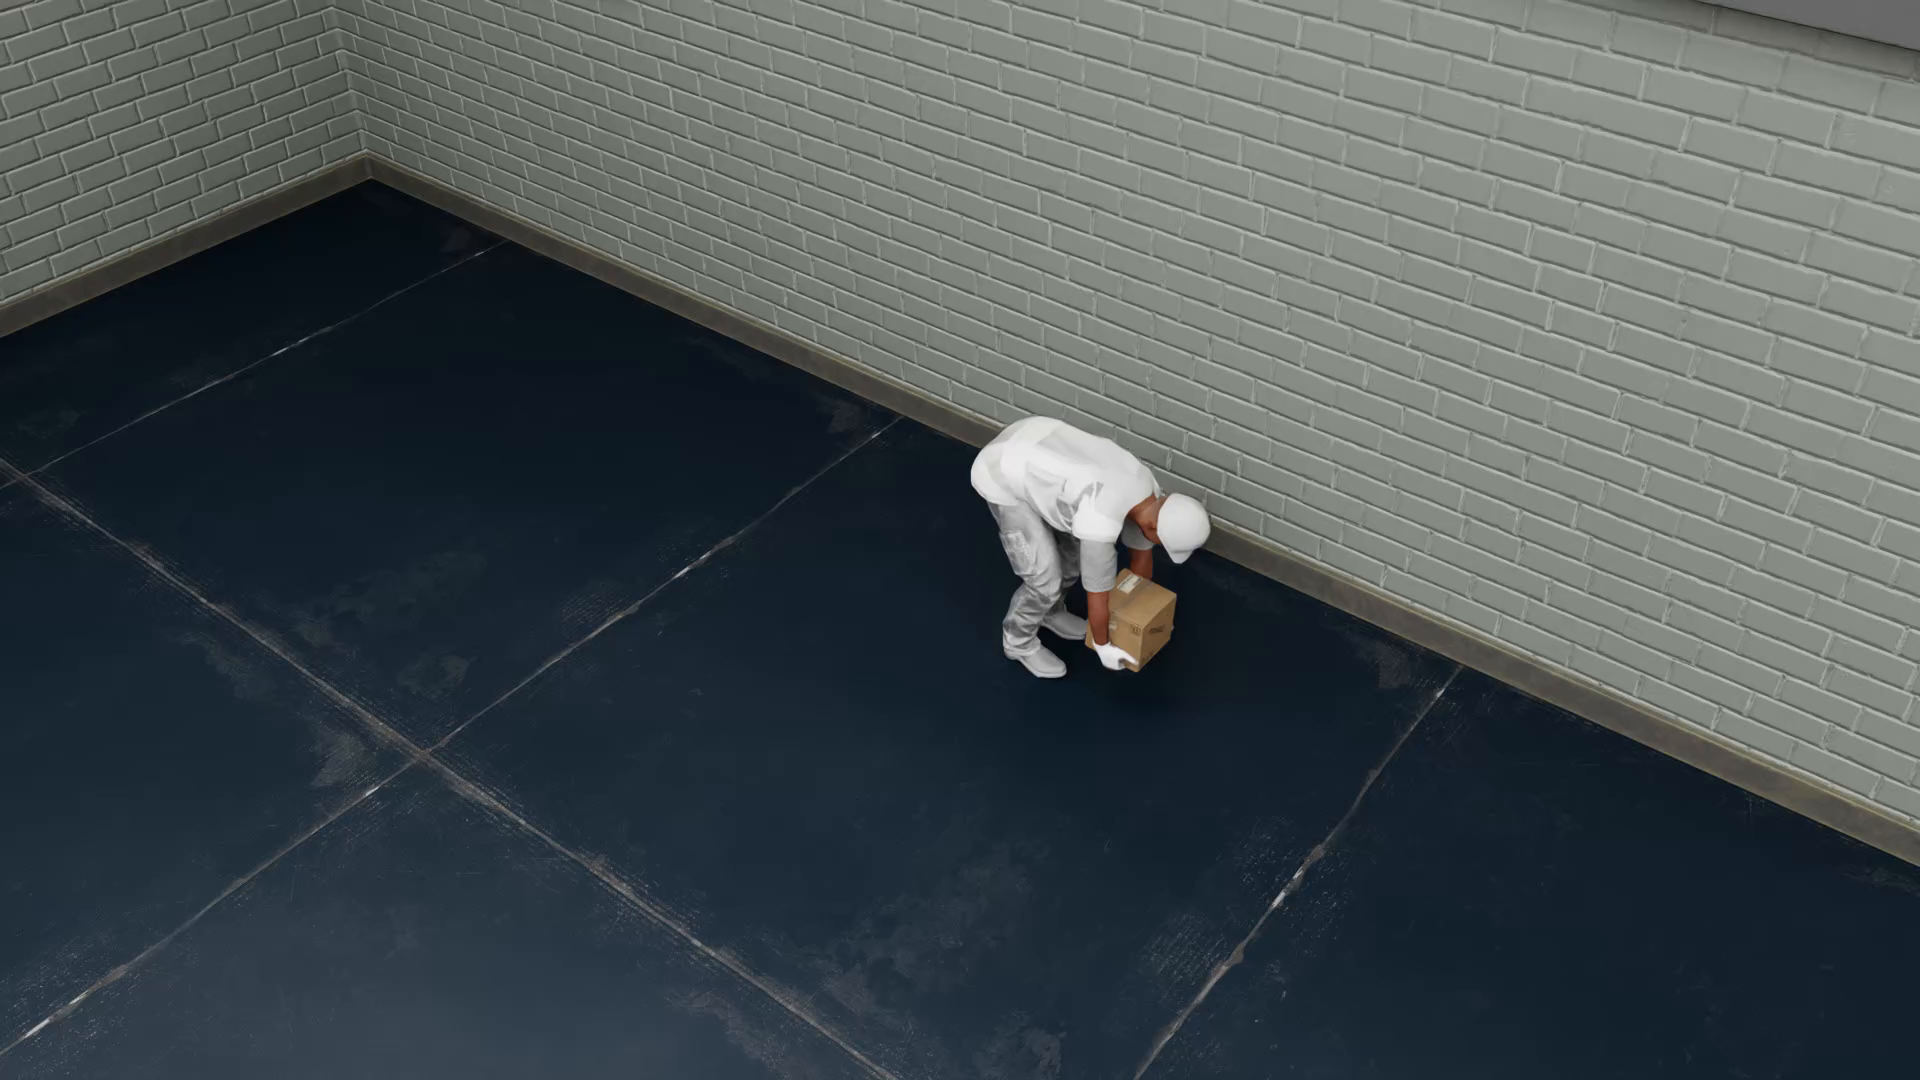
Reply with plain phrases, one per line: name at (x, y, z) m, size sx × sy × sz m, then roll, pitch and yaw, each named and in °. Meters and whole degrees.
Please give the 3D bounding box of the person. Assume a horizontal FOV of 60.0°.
person at (0.514, 0.084, 6.589) m, size 0.992 × 1.085 × 0.497 m, roll 24°, pitch 44°, yaw 27°
